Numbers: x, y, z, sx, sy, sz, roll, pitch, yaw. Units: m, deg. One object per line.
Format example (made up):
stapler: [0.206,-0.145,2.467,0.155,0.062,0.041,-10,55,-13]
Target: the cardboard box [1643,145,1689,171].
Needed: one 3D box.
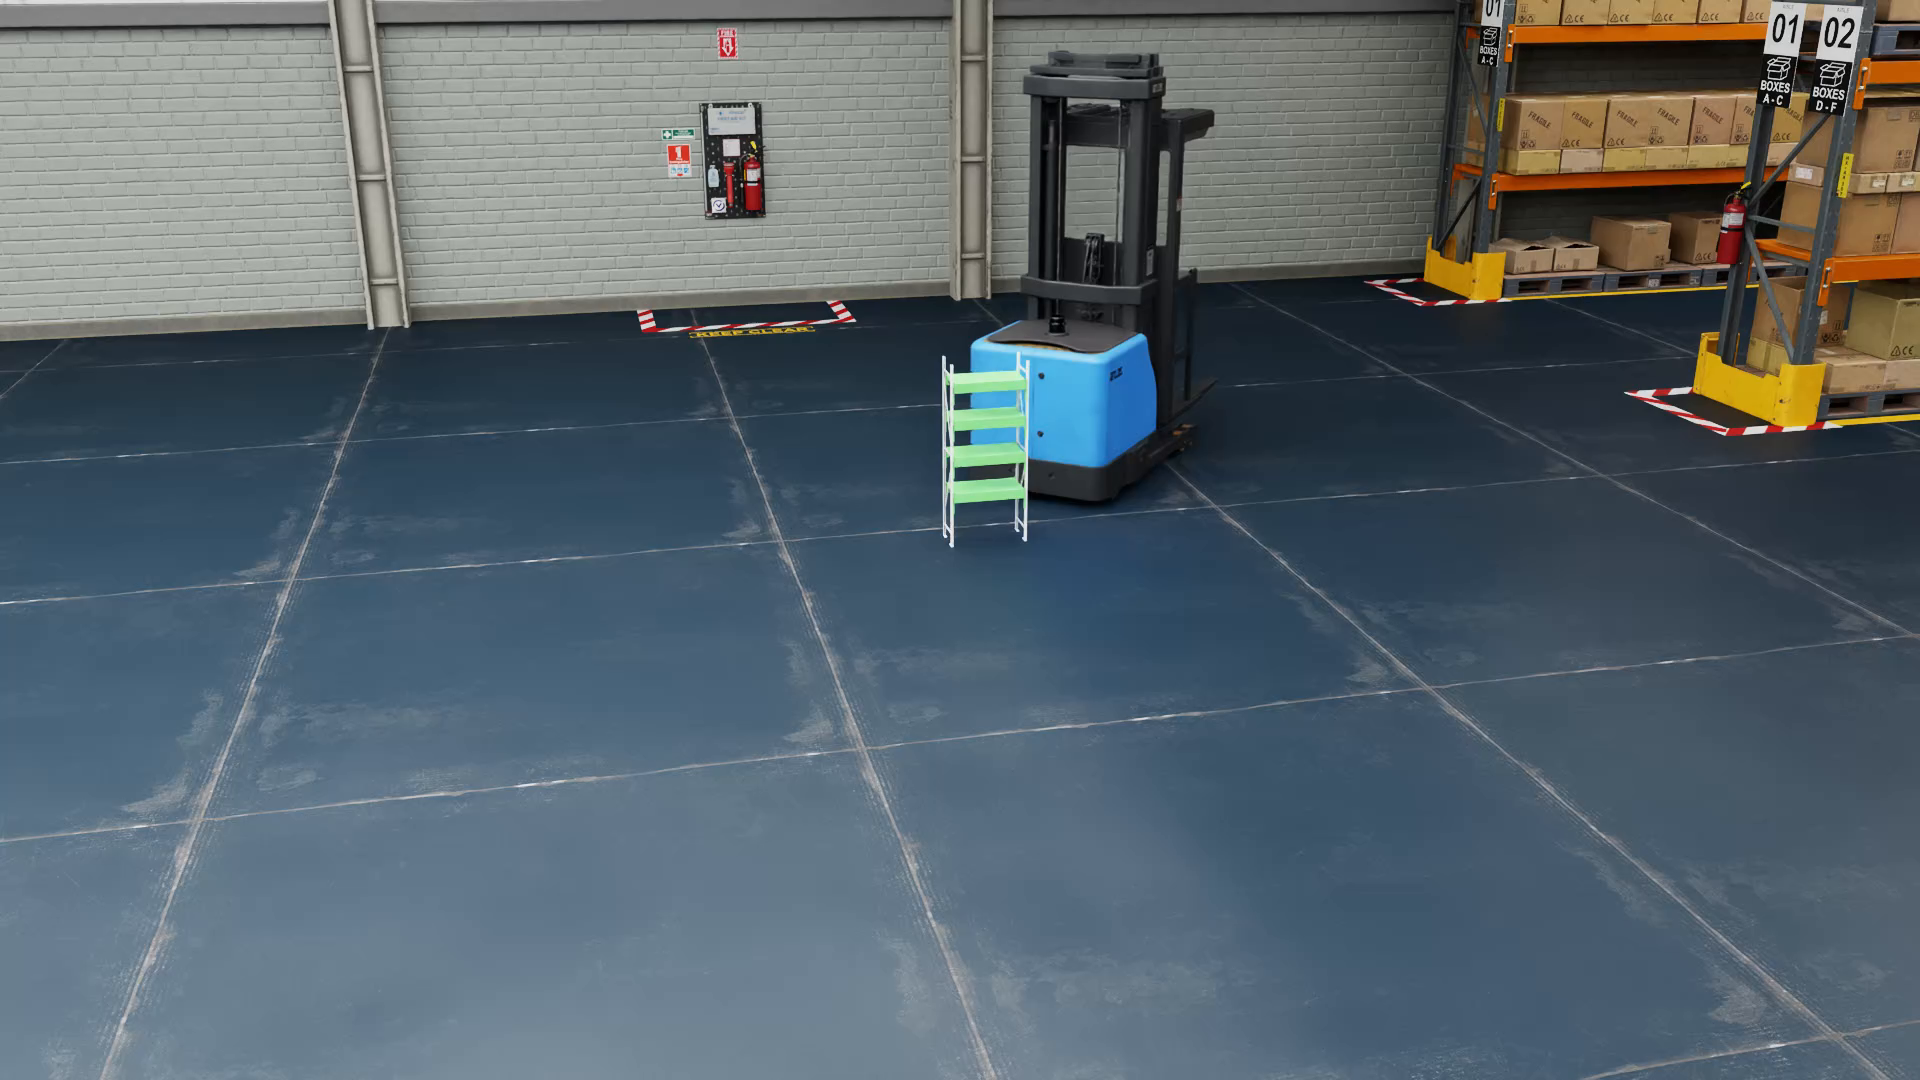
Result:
cardboard box: [7.508,-4.170,18.025,0.500,0.250,0.500,-4,21,-12]

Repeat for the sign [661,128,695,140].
sign: [-2.858,-4.116,16.867,0.331,0.109,0.001,-5,21,-12]

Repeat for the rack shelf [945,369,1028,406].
rack shelf: [0.161,-0.967,10.501,0.480,0.148,0.258,-5,21,-12]

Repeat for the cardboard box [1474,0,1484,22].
cardboard box: [5.816,-5.757,17.635,0.500,0.500,0.500,-3,20,-9]

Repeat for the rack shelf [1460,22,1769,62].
rack shelf: [7.415,-5.404,17.890,4.000,0.370,1.077,-5,21,-12]

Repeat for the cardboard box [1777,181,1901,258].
cardboard box: [7.069,-2.596,13.396,0.500,0.500,0.700,-5,21,-12]

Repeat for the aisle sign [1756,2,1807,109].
aisle sign: [6.480,-3.831,13.132,0.004,0.787,0.394,-5,21,-12]

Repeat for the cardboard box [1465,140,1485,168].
cardboard box: [5.878,-4.216,18.151,0.500,0.250,0.500,-4,21,-12]

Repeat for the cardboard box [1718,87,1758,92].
cardboard box: [8.855,-4.815,18.697,0.500,0.500,0.500,-5,21,-14]

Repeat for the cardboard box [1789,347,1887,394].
cardboard box: [7.185,-1.391,13.638,0.500,0.250,0.500,-5,21,-12]

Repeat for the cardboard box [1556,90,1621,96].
cardboard box: [6.872,-4.653,18.255,0.500,0.500,0.500,-5,21,-14]

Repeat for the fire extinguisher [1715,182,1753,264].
fire extinguisher: [6.390,-2.627,13.737,0.183,0.674,0.296,-5,21,-12]

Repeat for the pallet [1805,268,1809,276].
pallet: [10.118,-3.244,19.364,1.213,0.211,1.003,-5,21,-12]

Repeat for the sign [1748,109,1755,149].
sign: [6.500,-3.355,13.583,0.005,0.325,0.100,-5,21,-12]

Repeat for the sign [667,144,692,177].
sign: [-2.864,-3.869,16.965,0.234,0.329,0.001,-5,21,-12]

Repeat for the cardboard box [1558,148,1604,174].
cardboard box: [6.518,-4.092,17.813,0.500,0.250,0.500,-5,21,-14]

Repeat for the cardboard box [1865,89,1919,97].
cardboard box: [10.409,-4.816,18.815,0.500,0.500,0.700,-3,20,-7]

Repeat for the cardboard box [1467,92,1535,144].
cardboard box: [5.878,-4.574,18.040,0.500,0.500,0.500,-5,21,-13]

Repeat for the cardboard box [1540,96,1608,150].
cardboard box: [6.485,-4.439,17.670,0.500,0.500,0.500,-5,21,-12]

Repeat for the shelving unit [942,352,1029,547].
shelving unit: [0.161,-0.576,10.644,0.503,1.200,0.258,-5,21,-12]

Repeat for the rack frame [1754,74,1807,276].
rack frame: [9.361,-4.491,18.715,0.127,3.000,1.000,-5,21,-12]

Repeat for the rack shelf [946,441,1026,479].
rack shelf: [0.161,-0.516,10.666,0.480,0.148,0.258,-5,21,-12]

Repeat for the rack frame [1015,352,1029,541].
rack frame: [0.399,-0.596,10.697,0.015,1.200,0.240,-5,21,-12]

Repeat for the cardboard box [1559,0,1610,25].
cardboard box: [6.382,-5.613,17.241,0.500,0.500,0.500,-3,20,-9]

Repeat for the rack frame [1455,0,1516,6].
rack frame: [5.468,-6.992,16.818,0.127,3.000,1.000,-5,21,-12]

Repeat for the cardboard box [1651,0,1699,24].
cardboard box: [7.403,-5.705,17.492,0.500,0.500,0.500,-3,20,-9]

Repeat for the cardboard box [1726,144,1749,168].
cardboard box: [8.483,-4.255,18.258,0.500,0.250,0.500,-5,21,-12]

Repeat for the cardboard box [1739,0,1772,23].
cardboard box: [8.431,-5.798,17.745,0.500,0.500,0.500,-6,21,-17]

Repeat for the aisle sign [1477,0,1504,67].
aisle sign: [5.467,-5.289,17.113,0.004,0.787,0.394,-5,21,-12]

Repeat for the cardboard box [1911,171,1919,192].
cardboard box: [7.543,-2.868,13.196,0.250,0.149,0.380,-5,21,-12]

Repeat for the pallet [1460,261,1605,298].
pallet: [6.341,-2.924,18.490,1.213,0.211,1.003,-5,21,-12]

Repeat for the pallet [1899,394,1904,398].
pallet: [8.531,-1.377,14.268,1.213,0.211,1.003,-5,21,-12]

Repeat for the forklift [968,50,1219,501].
forklift: [1.174,-2.105,12.300,1.130,2.935,3.031,10,22,25]

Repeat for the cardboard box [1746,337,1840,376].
cardboard box: [7.066,-1.564,14.111,0.500,0.250,0.500,-5,21,-12]

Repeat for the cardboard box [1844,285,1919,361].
cardboard box: [7.671,-1.783,13.619,0.500,0.500,0.500,-5,21,-12]

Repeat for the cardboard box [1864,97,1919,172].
cardboard box: [7.631,-3.253,13.303,0.500,0.500,0.700,-5,21,-14]

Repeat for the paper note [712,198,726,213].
paper note: [-2.490,-3.457,17.173,0.142,0.148,0.016,-5,21,-12]

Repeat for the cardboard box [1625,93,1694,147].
cardboard box: [7.489,-4.522,17.898,0.500,0.500,0.500,-4,20,-11]

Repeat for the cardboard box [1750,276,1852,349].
cardboard box: [7.065,-1.917,13.984,0.500,0.500,0.500,-5,21,-12]

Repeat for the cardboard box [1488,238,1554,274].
cardboard box: [6.162,-3.143,18.304,0.500,0.311,0.500,-7,21,-19]

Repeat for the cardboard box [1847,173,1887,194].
cardboard box: [7.043,-2.827,13.084,0.250,0.149,0.380,-5,21,-13]

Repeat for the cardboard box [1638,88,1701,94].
cardboard box: [7.865,-4.738,18.486,0.500,0.500,0.500,-4,21,-11]

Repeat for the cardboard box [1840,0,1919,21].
cardboard box: [7.172,-4.281,12.815,0.637,0.503,0.797,-3,20,-9]

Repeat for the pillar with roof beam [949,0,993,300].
pillar with roof beam: [1.102,-5.421,12.530,0.400,9.000,9.100,-5,21,-12]

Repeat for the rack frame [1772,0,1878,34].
rack frame: [6.612,-5.334,12.293,0.127,3.000,1.000,-5,21,-12]

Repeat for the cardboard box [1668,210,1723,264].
cardboard box: [8.360,-3.429,18.808,0.500,0.500,0.500,-6,21,-17]

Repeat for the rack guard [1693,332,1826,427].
rack guard: [6.588,-1.341,13.749,0.348,0.500,1.175,-5,21,-12]

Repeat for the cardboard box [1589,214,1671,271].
cardboard box: [7.442,-3.319,18.508,0.500,0.500,0.700,-6,21,-16]

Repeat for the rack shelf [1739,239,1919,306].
rack shelf: [8.558,-2.337,13.880,4.000,0.370,1.077,-5,21,-12]

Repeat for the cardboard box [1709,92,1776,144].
cardboard box: [8.488,-4.600,18.110,0.500,0.500,0.500,-5,21,-13]
